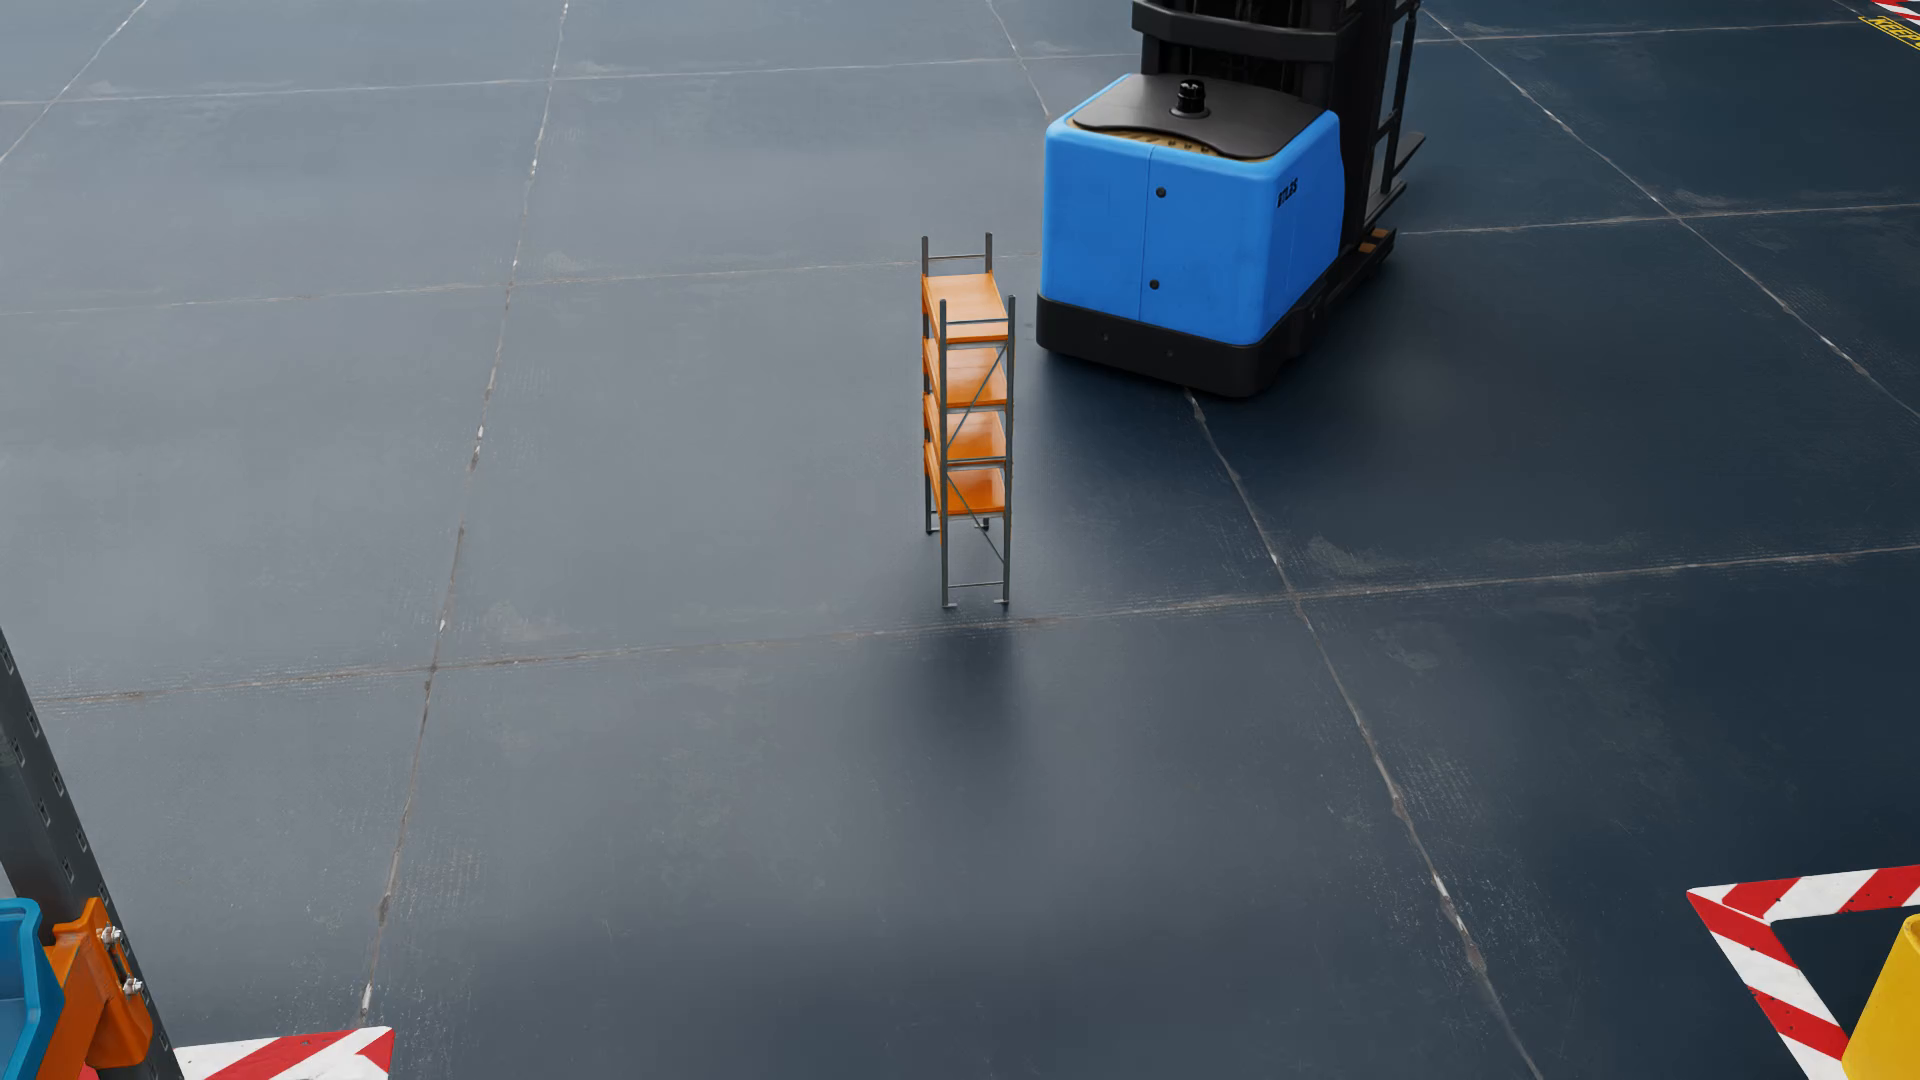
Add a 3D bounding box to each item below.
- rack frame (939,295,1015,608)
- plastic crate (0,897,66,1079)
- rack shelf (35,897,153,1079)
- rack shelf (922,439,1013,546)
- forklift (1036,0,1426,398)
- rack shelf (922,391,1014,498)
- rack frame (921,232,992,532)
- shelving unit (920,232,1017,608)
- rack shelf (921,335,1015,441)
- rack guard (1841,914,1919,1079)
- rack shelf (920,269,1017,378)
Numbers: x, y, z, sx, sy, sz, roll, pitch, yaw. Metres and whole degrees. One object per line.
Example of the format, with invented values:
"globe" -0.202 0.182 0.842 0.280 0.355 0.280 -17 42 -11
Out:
"rack frame" 0.055 -0.267 5.577 0.240 1.200 0.015 -4 35 -6
"plastic crate" -1.685 0.842 2.482 0.499 0.251 0.616 -4 35 -6
"rack shelf" -1.780 1.938 1.382 1.077 0.370 4.000 -4 35 -6
"rack shelf" 0.022 -0.184 5.926 0.258 0.148 0.480 -4 35 -6
"forklift" 1.510 -2.615 7.484 1.130 2.935 3.031 18 38 24
"rack shelf" 0.022 -0.348 5.814 0.258 0.148 0.480 -4 35 -6
"rack frame" -0.011 -0.540 5.976 0.240 1.200 0.015 -4 35 -6
"shelving unit" 0.022 -0.403 5.777 0.258 1.200 0.503 -4 35 -6
"rack shelf" 0.022 -0.533 5.688 0.258 0.148 0.480 -4 35 -6
"rack guard" 2.857 1.171 4.088 1.175 0.500 0.348 -4 35 -6
"rack shelf" 0.022 -0.728 5.555 0.258 0.148 0.480 -4 35 -6
